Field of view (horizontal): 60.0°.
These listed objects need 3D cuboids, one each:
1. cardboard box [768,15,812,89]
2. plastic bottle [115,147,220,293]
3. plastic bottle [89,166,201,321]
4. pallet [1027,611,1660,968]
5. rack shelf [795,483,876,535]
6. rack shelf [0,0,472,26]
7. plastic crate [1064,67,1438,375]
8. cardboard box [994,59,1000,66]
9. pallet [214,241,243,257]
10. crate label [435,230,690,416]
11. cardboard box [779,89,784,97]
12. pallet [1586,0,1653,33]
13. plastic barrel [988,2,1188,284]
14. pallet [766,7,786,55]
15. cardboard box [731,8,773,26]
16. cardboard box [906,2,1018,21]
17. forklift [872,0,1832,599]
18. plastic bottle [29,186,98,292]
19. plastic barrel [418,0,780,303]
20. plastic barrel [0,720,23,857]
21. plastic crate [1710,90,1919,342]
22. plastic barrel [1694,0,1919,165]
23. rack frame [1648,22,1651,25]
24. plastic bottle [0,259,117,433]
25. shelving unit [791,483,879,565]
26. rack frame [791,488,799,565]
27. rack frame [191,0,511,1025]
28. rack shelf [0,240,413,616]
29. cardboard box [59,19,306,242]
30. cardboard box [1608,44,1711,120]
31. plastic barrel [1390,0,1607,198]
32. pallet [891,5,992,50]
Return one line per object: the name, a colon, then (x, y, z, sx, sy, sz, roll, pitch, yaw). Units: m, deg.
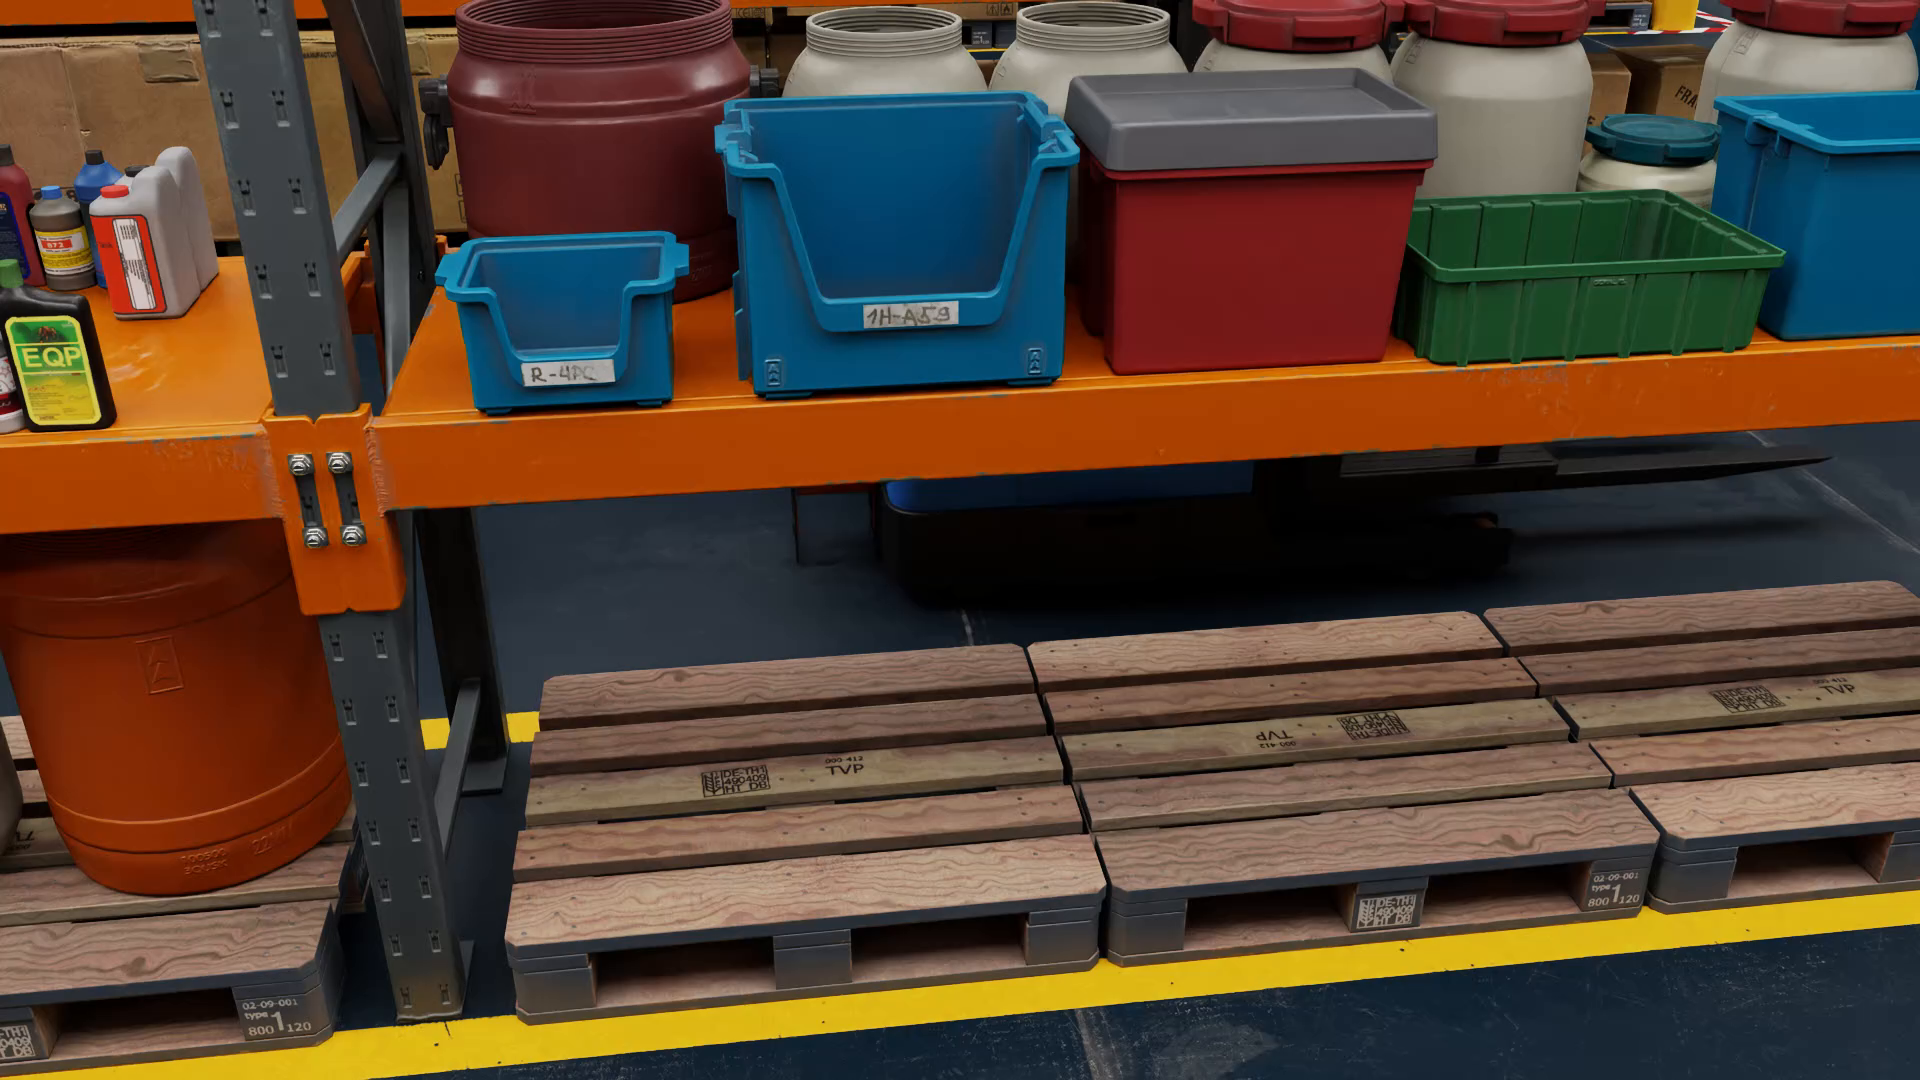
cardboard box: (-0.646, -2.339, 7.958, 0.500, 0.250, 0.500, -1, 27, -1)
plastic bottle: (-1.612, -0.652, 3.371, 0.135, 0.276, 0.152, -4, 27, -7)
plastic bottle: (-1.591, -0.583, 3.237, 0.135, 0.276, 0.152, -4, 27, -7)
pallet: (0.839, 0.544, 3.958, 1.213, 0.211, 1.003, -4, 27, -7)
rack shelf: (-0.390, -0.185, 5.093, 0.240, 0.259, 0.215, -4, 27, -7)
rack shelf: (-3.809, -2.380, 7.391, 4.000, 0.370, 1.077, -4, 27, -7)
plastic crate: (0.504, -0.581, 3.027, 0.583, 0.464, 0.402, -4, 27, -7)
cardboard box: (0.492, -2.079, 8.272, 0.500, 0.500, 0.700, -6, 28, -12)
pallet: (-3.825, -1.495, 7.932, 1.213, 0.211, 1.003, -4, 27, -7)
crate label: (-0.669, -0.371, 2.871, 0.416, 0.233, 0.303, -4, 27, -7)
cardboard box: (-0.620, -2.004, 8.126, 0.500, 0.500, 0.700, -6, 28, -11)
pallet: (4.721, -4.258, 13.318, 1.213, 0.211, 1.003, -4, 27, -7)
plastic barrel: (0.267, -0.827, 3.454, 0.421, 0.512, 0.421, 0, 27, 0)
pallet: (-1.628, -3.852, 12.525, 1.213, 0.211, 1.003, -4, 27, -7)
cardboard box: (-1.804, -4.260, 12.271, 0.750, 0.750, 1.050, -4, 27, -8)
cardboard box: (-0.017, -4.377, 12.498, 0.750, 0.750, 1.050, -4, 27, -7)
forklift: (1.226, -1.425, 4.816, 3.031, 2.935, 1.130, -4, 27, -7)
plastic bottle: (-1.827, -0.618, 3.385, 0.097, 0.201, 0.097, 0, 27, 0)
plastic barrel: (-0.721, -0.815, 3.405, 0.708, 0.536, 0.600, -4, 27, -7)
plastic barrel: (-2.167, 0.447, 3.359, 0.421, 0.512, 0.421, 0, 27, 0)
plastic crate: (1.773, -0.625, 3.200, 0.575, 0.384, 0.392, -4, 27, -7)
plastic barrel: (1.844, -0.942, 3.651, 0.433, 0.535, 0.433, 0, 27, 0)
rack frame: (5.502, -5.585, 12.849, 0.127, 3.000, 1.000, -4, 27, -7)
plastic bottle: (-1.480, -0.318, 2.712, 0.133, 0.283, 0.061, -4, 27, -7)
shelving unit: (-0.390, -0.442, 4.962, 0.252, 1.050, 0.215, -4, 27, -7)
rack frame: (-0.511, -0.434, 4.946, 0.008, 1.050, 0.200, -4, 27, -7)
rack frame: (-1.139, -0.588, 3.111, 0.127, 3.000, 1.000, -4, 27, -7)
rack shelf: (-3.119, -0.141, 3.027, 4.000, 0.370, 1.077, -4, 27, -7)
cardboard box: (-3.399, -1.981, 7.693, 0.875, 0.875, 1.225, -4, 27, -7)
cardboard box: (3.704, -2.279, 8.684, 0.500, 0.500, 0.500, -6, 28, -12)
plastic barrel: (1.118, -0.895, 3.560, 0.433, 0.535, 0.433, 0, 27, 0)
pallet: (-0.423, -3.928, 12.674, 1.213, 0.211, 1.003, -4, 27, -7)
